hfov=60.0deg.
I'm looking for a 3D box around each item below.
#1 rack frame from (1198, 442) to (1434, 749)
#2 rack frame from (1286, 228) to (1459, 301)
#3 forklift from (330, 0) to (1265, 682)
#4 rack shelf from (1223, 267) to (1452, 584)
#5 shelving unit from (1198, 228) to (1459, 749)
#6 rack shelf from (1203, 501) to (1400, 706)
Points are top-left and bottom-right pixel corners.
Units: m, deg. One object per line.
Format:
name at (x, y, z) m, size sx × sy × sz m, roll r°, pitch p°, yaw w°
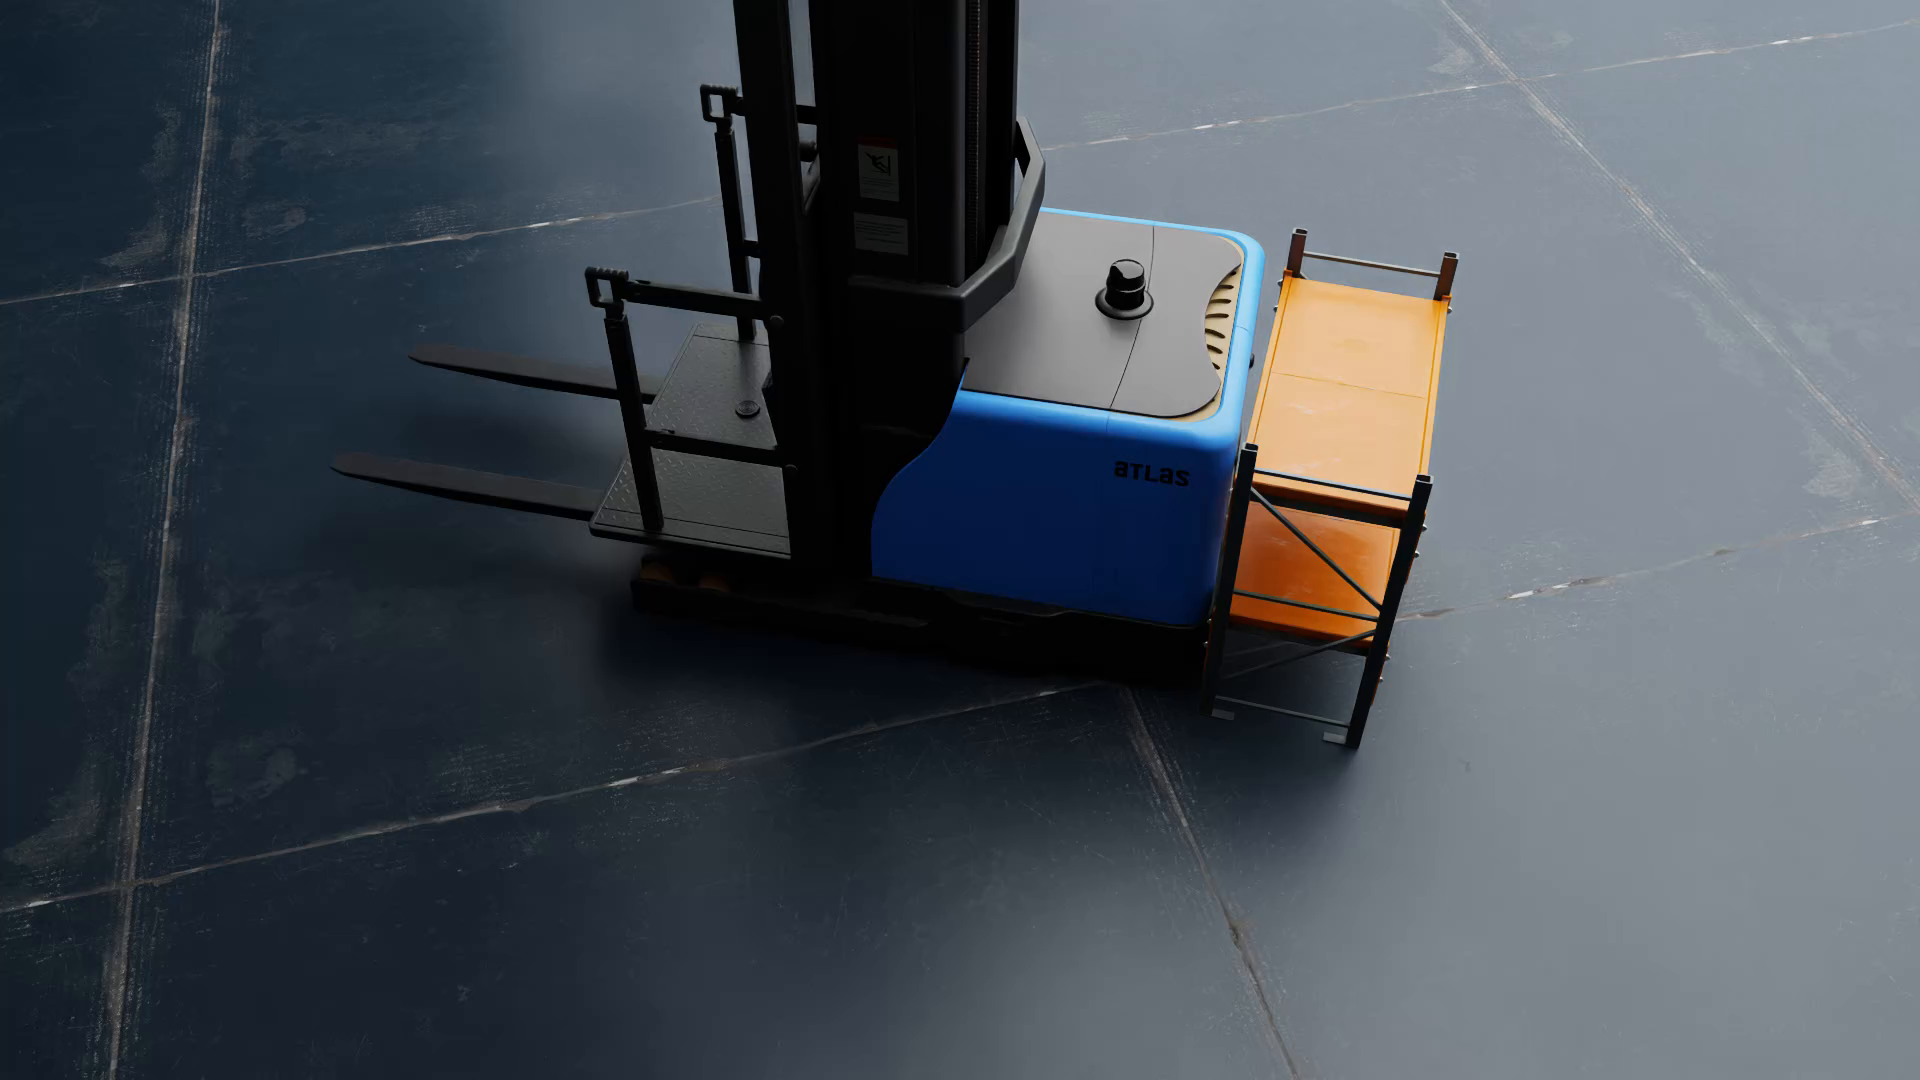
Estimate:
rack frame at (0.991, 0.190, 4.776) m, size 0.500 × 1.125 × 0.032 m, roll 11°, pitch 47°, yaw 11°
rack frame at (1.264, -0.510, 5.462) m, size 0.500 × 1.125 × 0.032 m, roll 11°, pitch 47°, yaw 11°
forklift at (-0.608, -1.121, 4.797) m, size 3.031 × 2.935 × 1.130 m, roll 9°, pitch 46°, yaw 9°
rack shelf at (1.128, -0.365, 4.910) m, size 0.538 × 0.278 × 1.000 m, roll 11°, pitch 47°, yaw 11°
shelving unit at (1.128, -0.160, 5.119) m, size 0.538 × 1.125 × 1.048 m, roll 11°, pitch 47°, yaw 11°
rack shelf at (1.128, 0.011, 5.294) m, size 0.538 × 0.278 × 1.000 m, roll 11°, pitch 47°, yaw 11°
